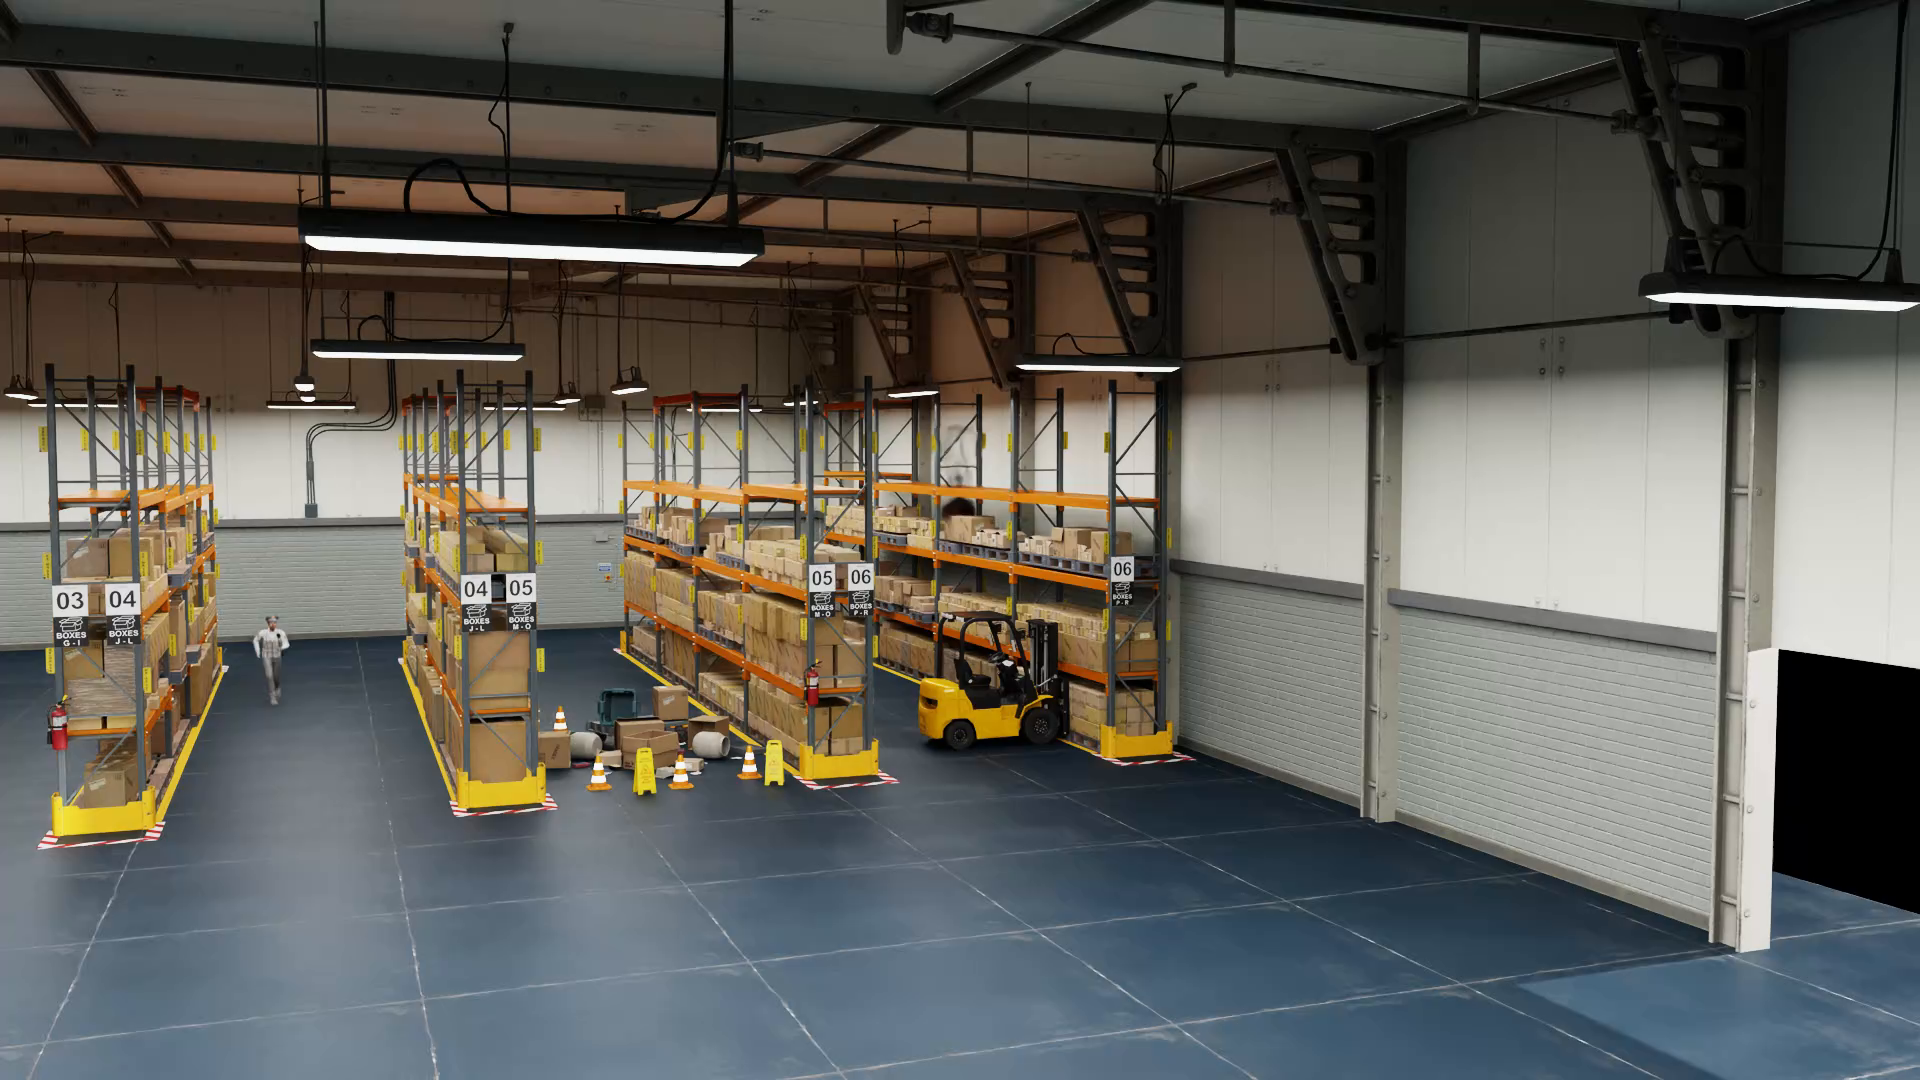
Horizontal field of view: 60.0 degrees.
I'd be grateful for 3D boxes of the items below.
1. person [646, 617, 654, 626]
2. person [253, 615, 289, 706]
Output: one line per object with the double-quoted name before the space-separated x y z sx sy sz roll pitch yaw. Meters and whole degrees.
"person" -7.536 1.719 41.199 0.827 1.812 0.628 -2 4 -27
"person" -13.248 2.285 32.015 0.628 1.701 0.944 -2 4 -27
